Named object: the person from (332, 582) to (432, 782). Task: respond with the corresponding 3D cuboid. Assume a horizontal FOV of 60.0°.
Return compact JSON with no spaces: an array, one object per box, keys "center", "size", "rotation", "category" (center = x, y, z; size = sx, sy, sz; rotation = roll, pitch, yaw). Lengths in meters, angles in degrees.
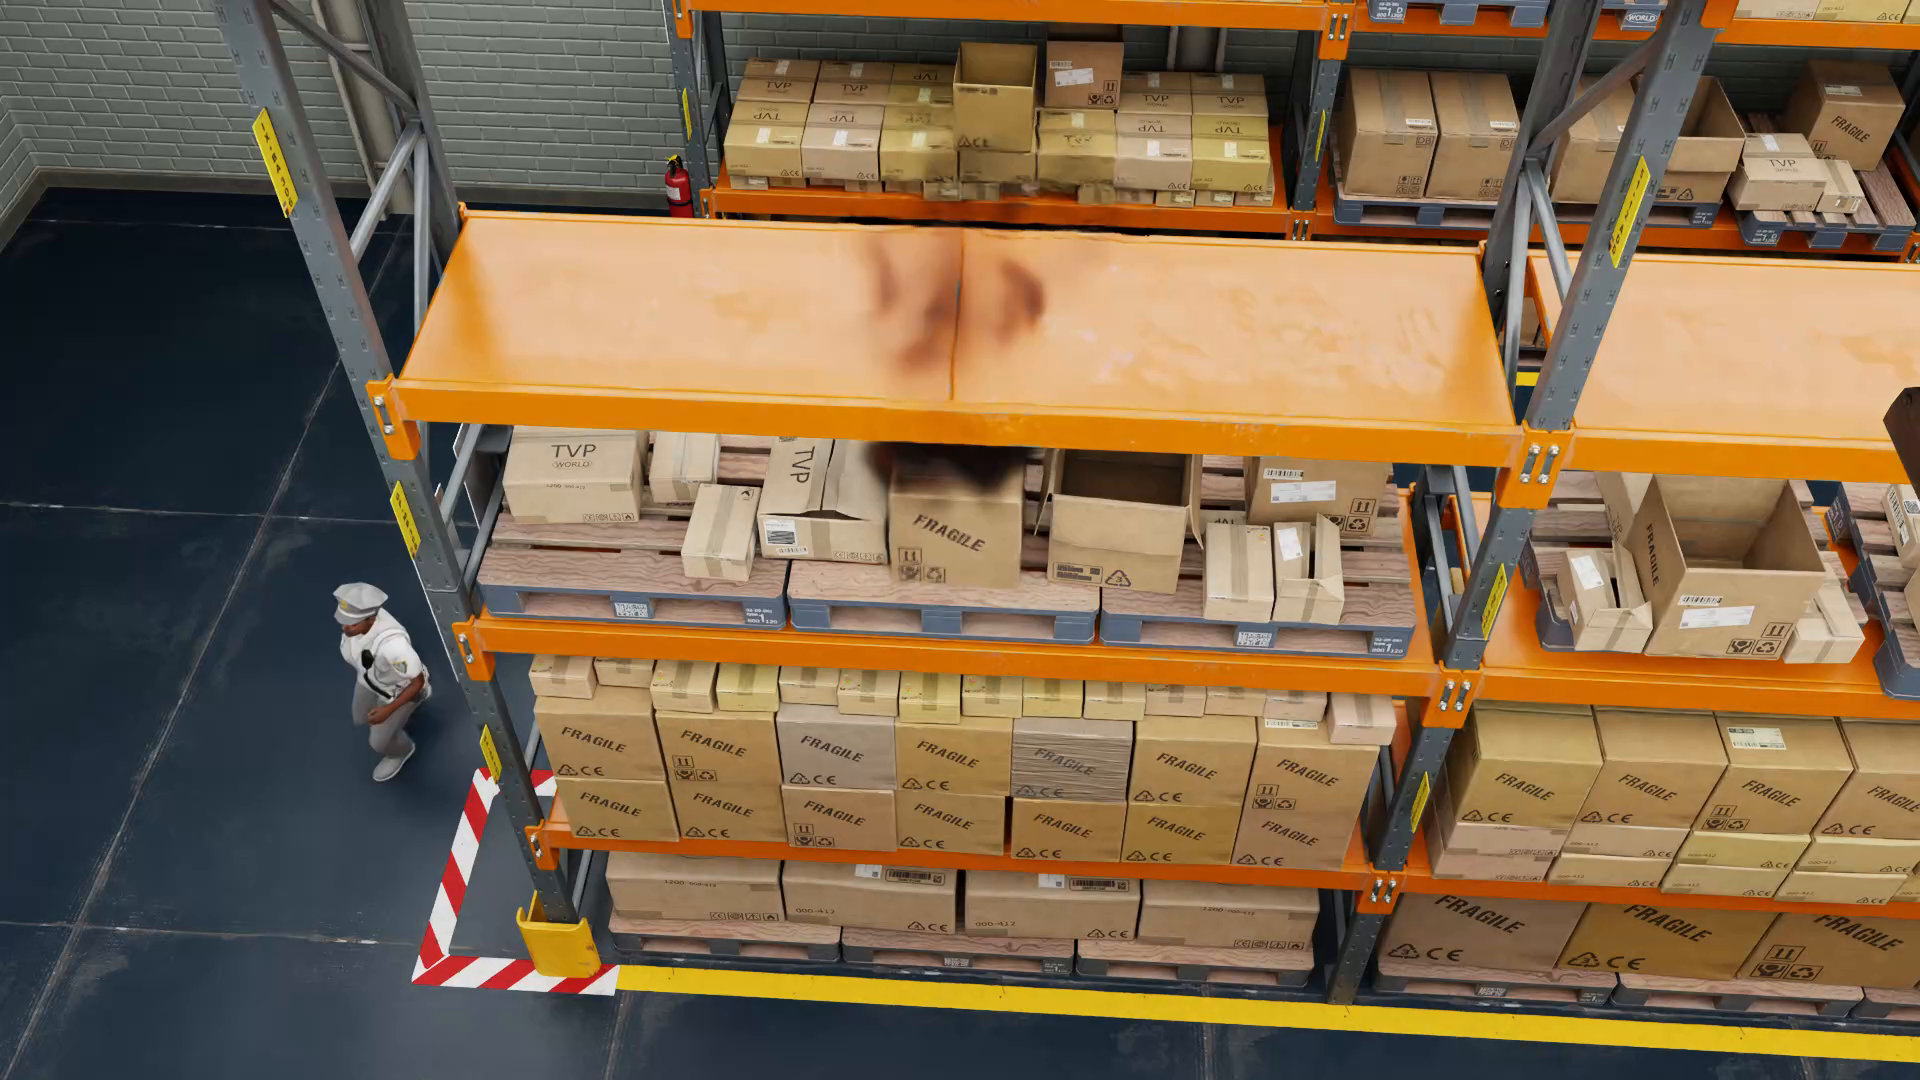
[{"center":[-3.084,0.720,9.004],"size":[0.723,1.628,0.560],"rotation":[29,54,24],"category":"person"}]
